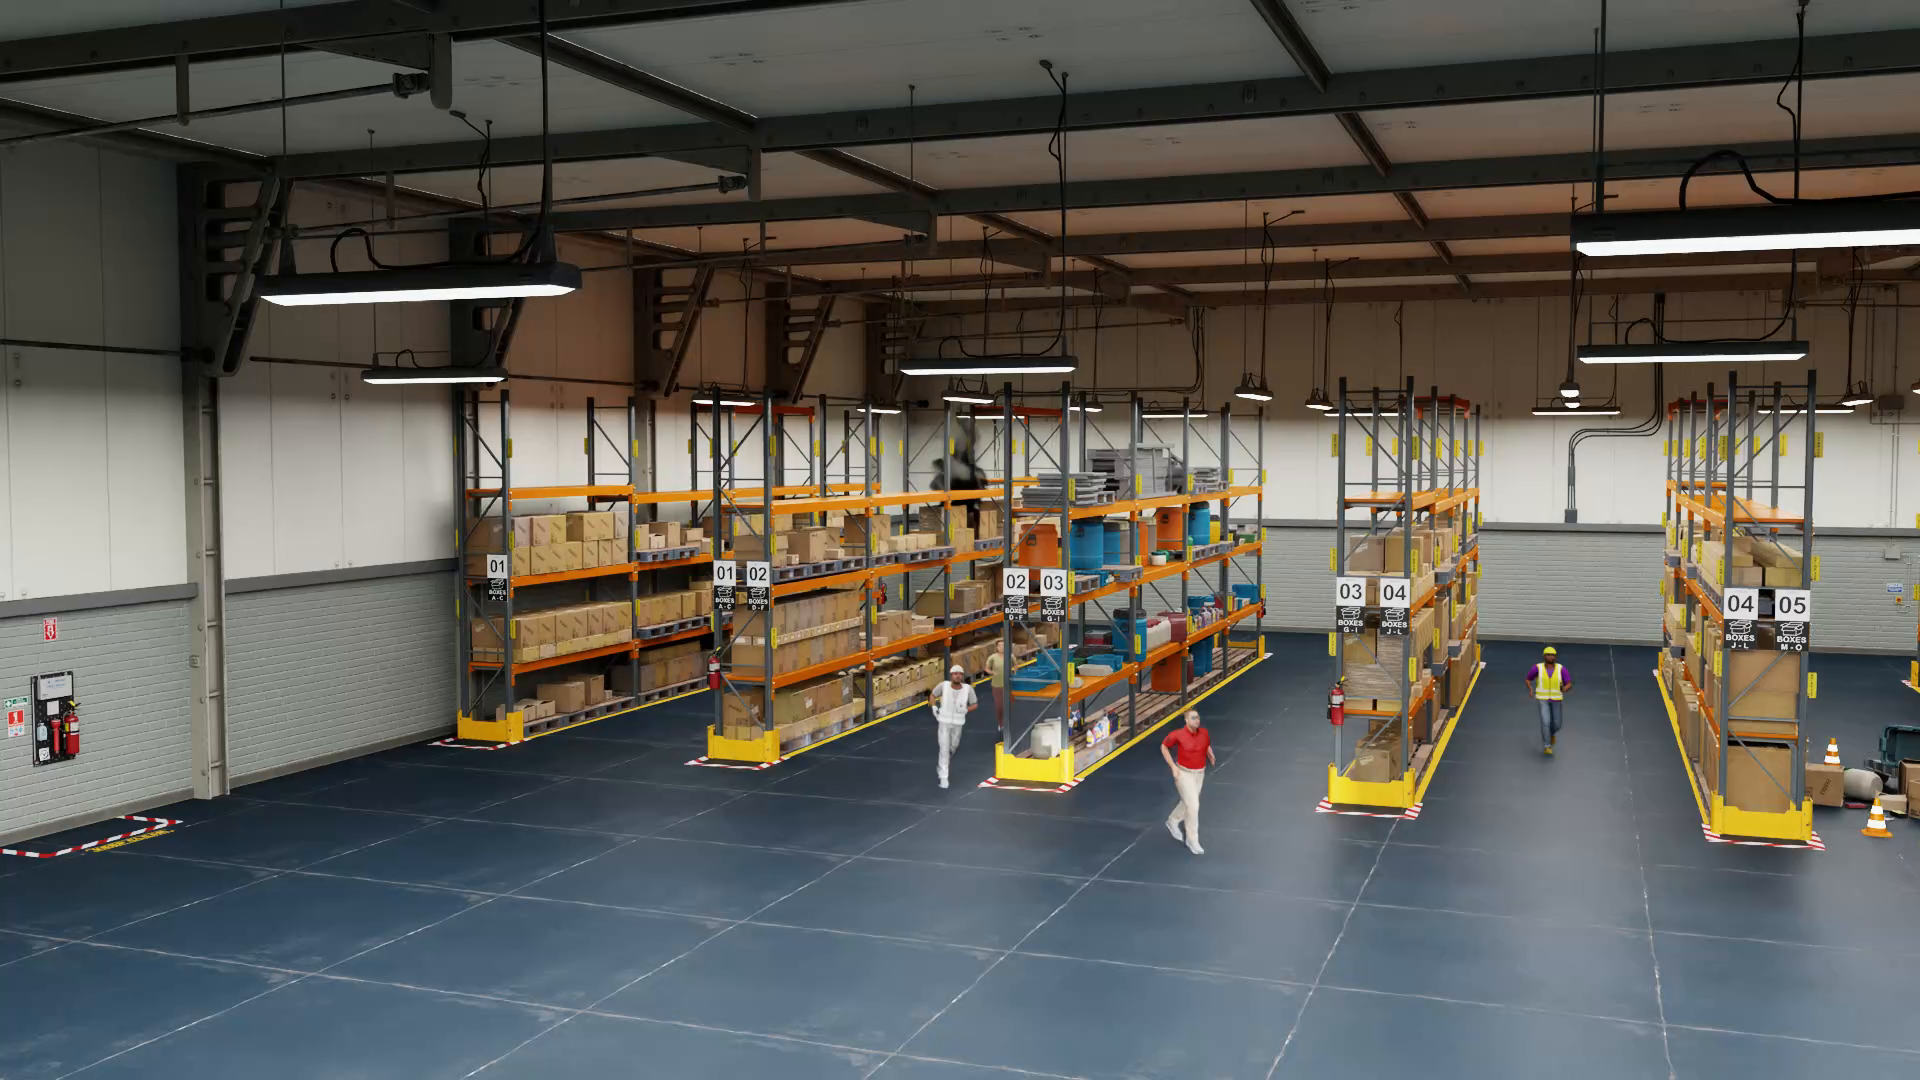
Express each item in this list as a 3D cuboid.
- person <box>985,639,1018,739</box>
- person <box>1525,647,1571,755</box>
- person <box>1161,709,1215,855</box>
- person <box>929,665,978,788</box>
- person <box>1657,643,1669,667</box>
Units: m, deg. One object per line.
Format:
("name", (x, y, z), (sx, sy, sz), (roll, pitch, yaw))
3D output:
("person", (0.714, 2.574, 28.973), (0.563, 1.714, 0.785), (0, 3, 7))
("person", (9.687, 2.627, 27.365), (0.714, 1.739, 0.846), (1, 3, 12))
("person", (2.867, 2.989, 20.875), (0.655, 1.773, 0.834), (-2, 4, -35))
("person", (-0.091, 2.756, 24.980), (0.715, 1.772, 0.926), (0, 3, -7))
("person", (16.265, 2.120, 37.792), (0.748, 1.596, 0.876), (1, 3, 21))
